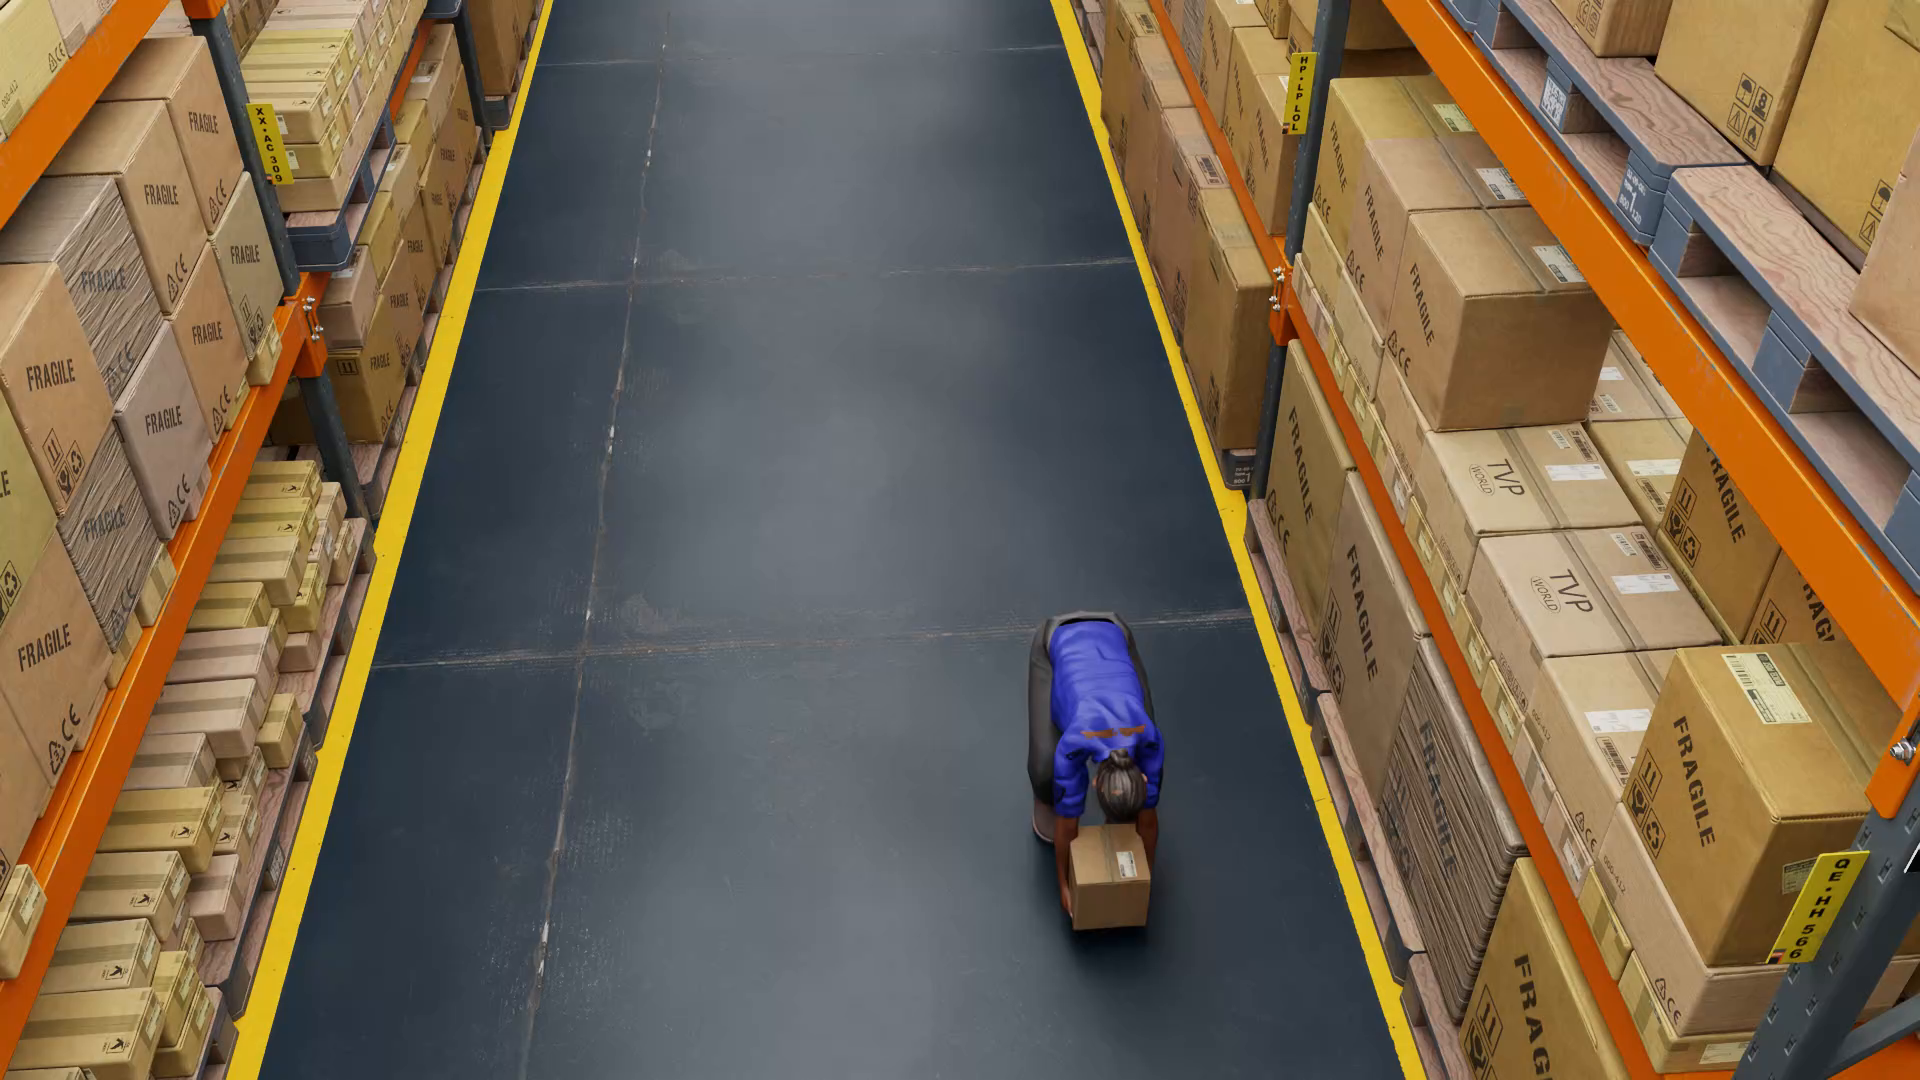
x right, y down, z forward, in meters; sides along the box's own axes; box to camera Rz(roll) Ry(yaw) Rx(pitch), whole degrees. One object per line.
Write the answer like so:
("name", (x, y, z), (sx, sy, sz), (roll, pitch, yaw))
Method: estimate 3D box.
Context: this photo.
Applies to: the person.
("person", (0.479, 0.787, 5.795), (0.462, 0.904, 0.869), (-5, 40, -6))
